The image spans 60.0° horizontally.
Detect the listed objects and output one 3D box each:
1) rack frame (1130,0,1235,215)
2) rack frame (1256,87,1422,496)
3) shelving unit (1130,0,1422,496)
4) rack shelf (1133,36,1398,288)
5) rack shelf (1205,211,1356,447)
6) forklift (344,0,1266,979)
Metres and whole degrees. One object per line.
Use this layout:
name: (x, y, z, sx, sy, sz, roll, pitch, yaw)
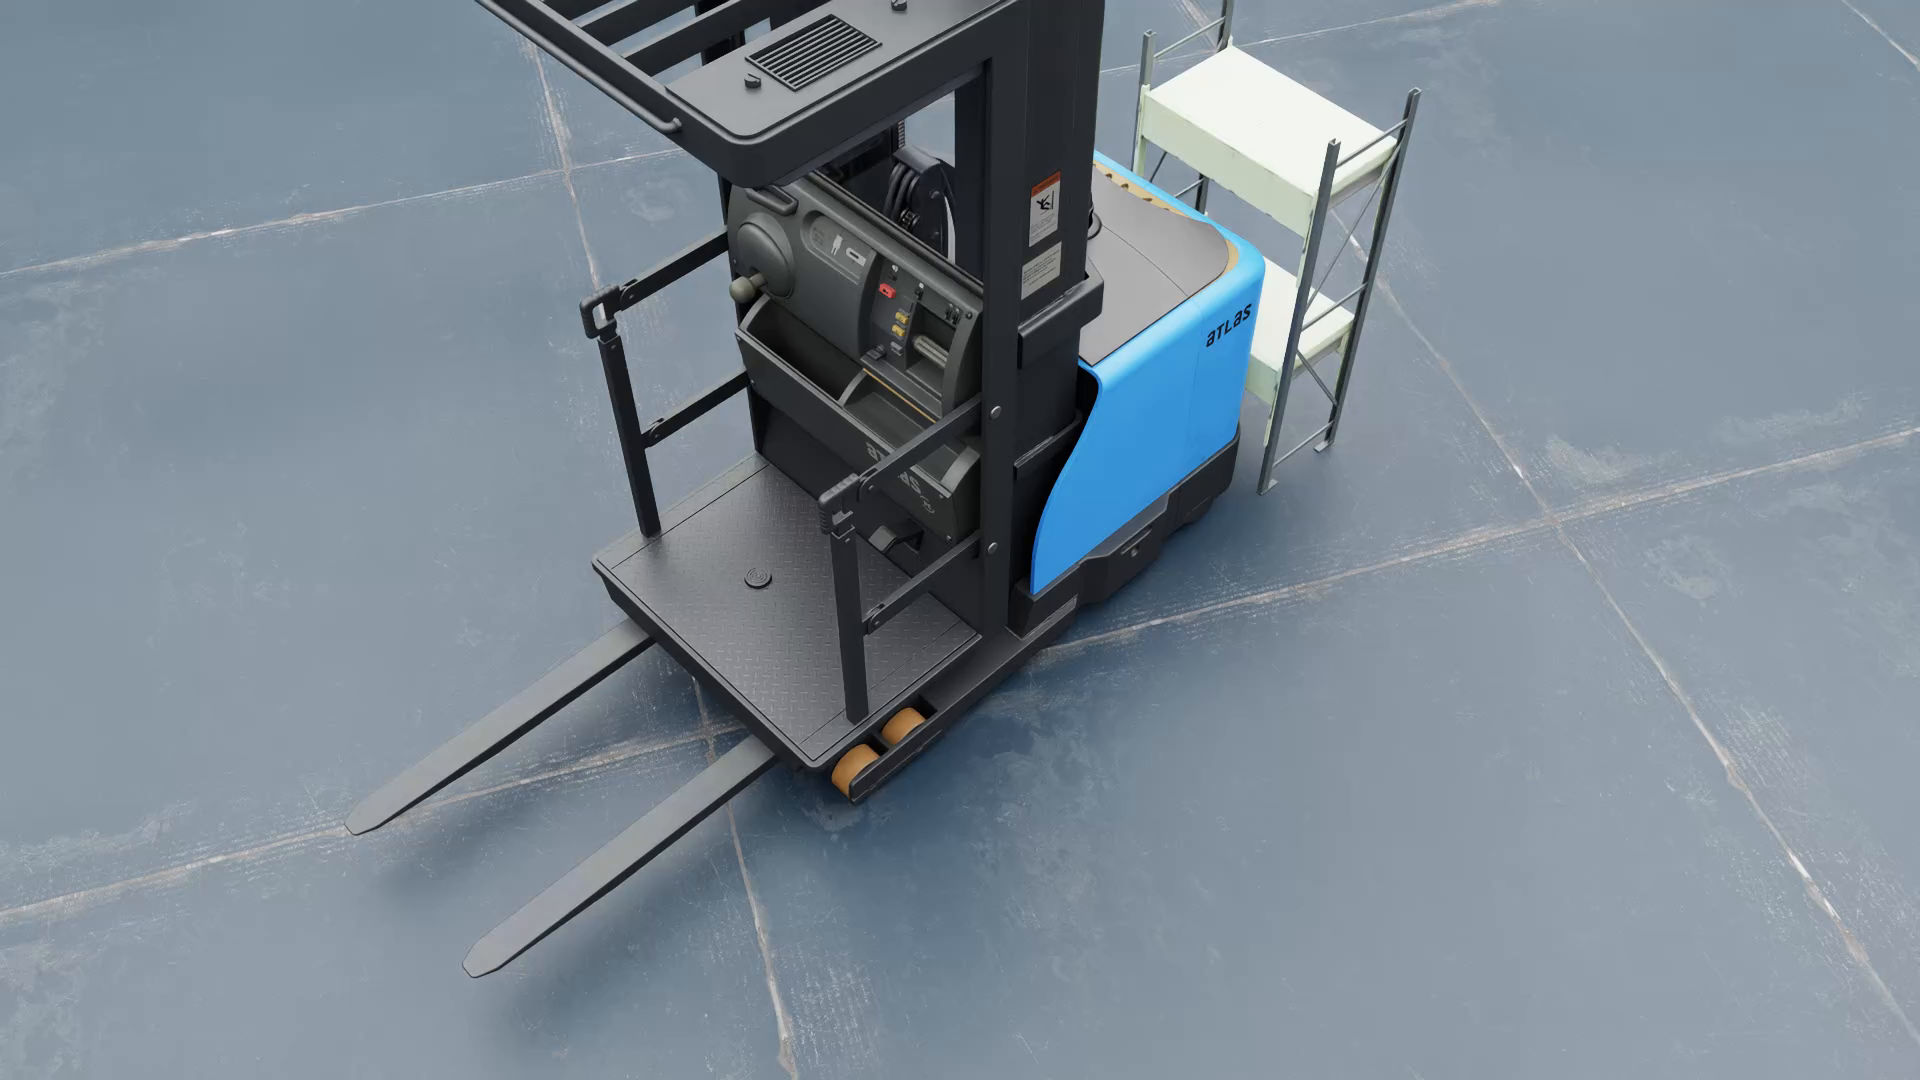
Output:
rack frame: (0.719, -1.165, 5.751, 0.400, 1.500, 0.023, -34, 58, -25)
rack frame: (1.207, -0.748, 5.400, 0.400, 1.500, 0.023, -34, 58, -25)
shelving unit: (0.963, -0.957, 5.575, 0.431, 1.500, 0.755, -34, 58, -25)
rack shelf: (0.963, -1.208, 5.277, 0.431, 0.370, 0.720, -34, 58, -25)
rack shelf: (0.963, -0.746, 5.825, 0.431, 0.370, 0.720, -34, 58, -25)
forklift: (-0.452, -0.611, 4.348, 3.031, 2.935, 1.130, -37, 59, -27)
